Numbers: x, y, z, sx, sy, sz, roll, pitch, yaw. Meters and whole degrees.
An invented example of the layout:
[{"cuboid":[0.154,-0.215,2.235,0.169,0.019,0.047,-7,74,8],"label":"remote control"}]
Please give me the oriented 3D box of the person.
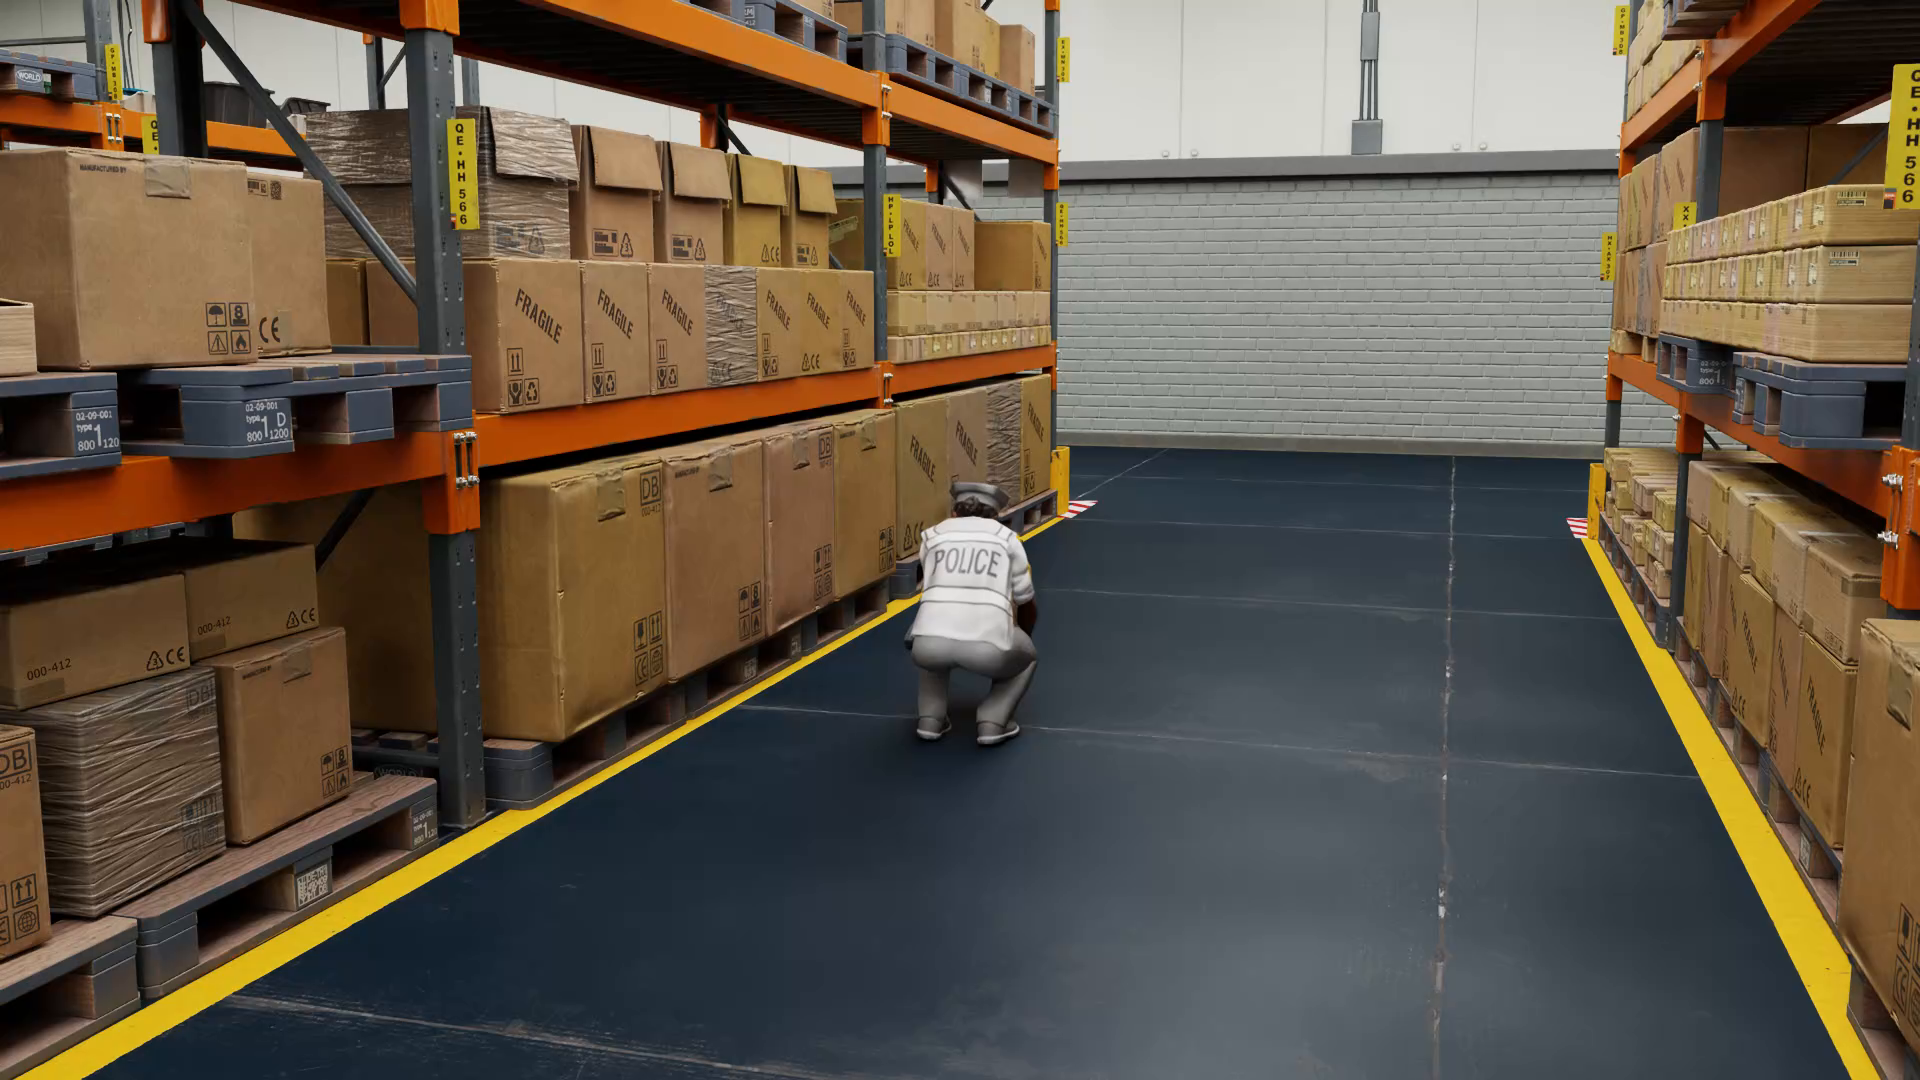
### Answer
[{"cuboid":[0.061,0.268,6.497,0.473,0.957,0.875,2,9,15],"label":"person"}]
